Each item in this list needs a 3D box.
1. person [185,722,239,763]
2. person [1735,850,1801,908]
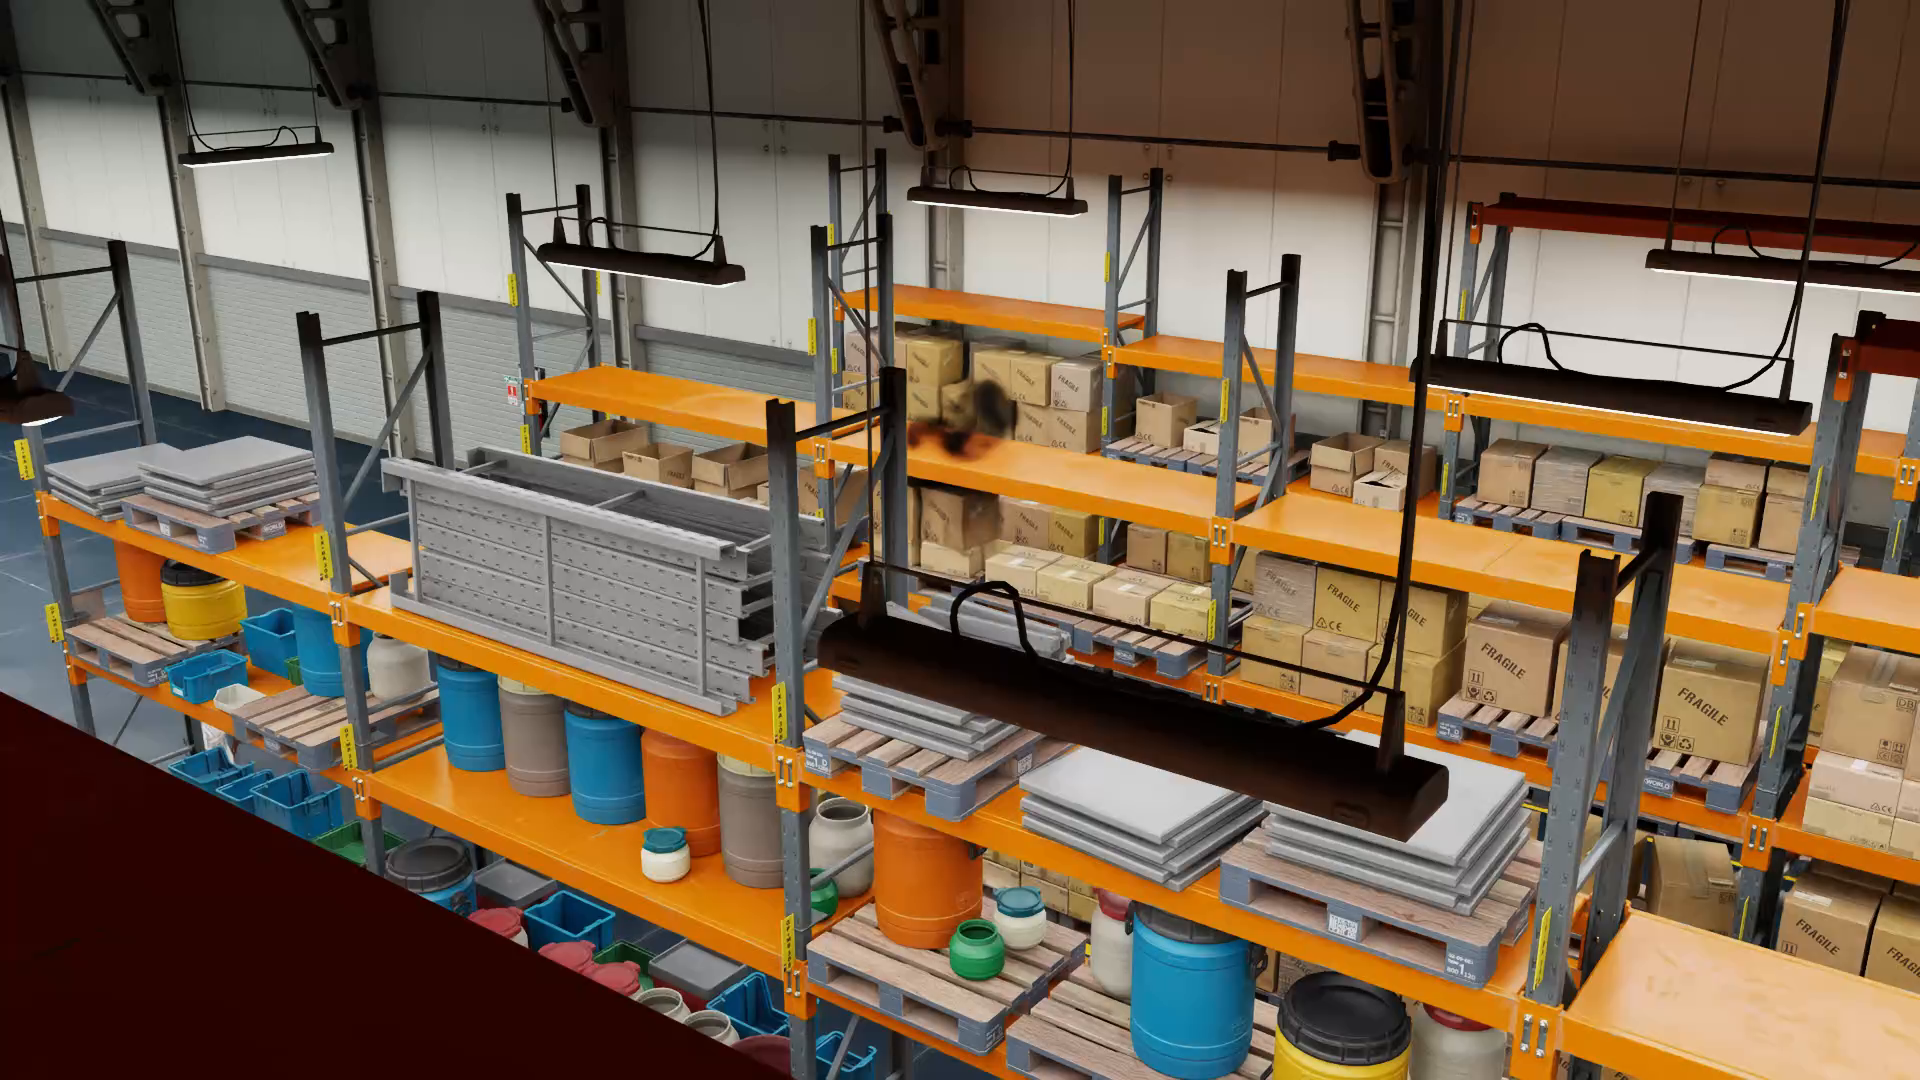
[{"bbox_3d":[-7.252,2.184,16.012,0.553,1.627,0.598,-1,18,-2],"label":"person"},{"bbox_3d":[6.951,2.752,14.235,0.917,1.737,0.688,11,21,29],"label":"person"}]
